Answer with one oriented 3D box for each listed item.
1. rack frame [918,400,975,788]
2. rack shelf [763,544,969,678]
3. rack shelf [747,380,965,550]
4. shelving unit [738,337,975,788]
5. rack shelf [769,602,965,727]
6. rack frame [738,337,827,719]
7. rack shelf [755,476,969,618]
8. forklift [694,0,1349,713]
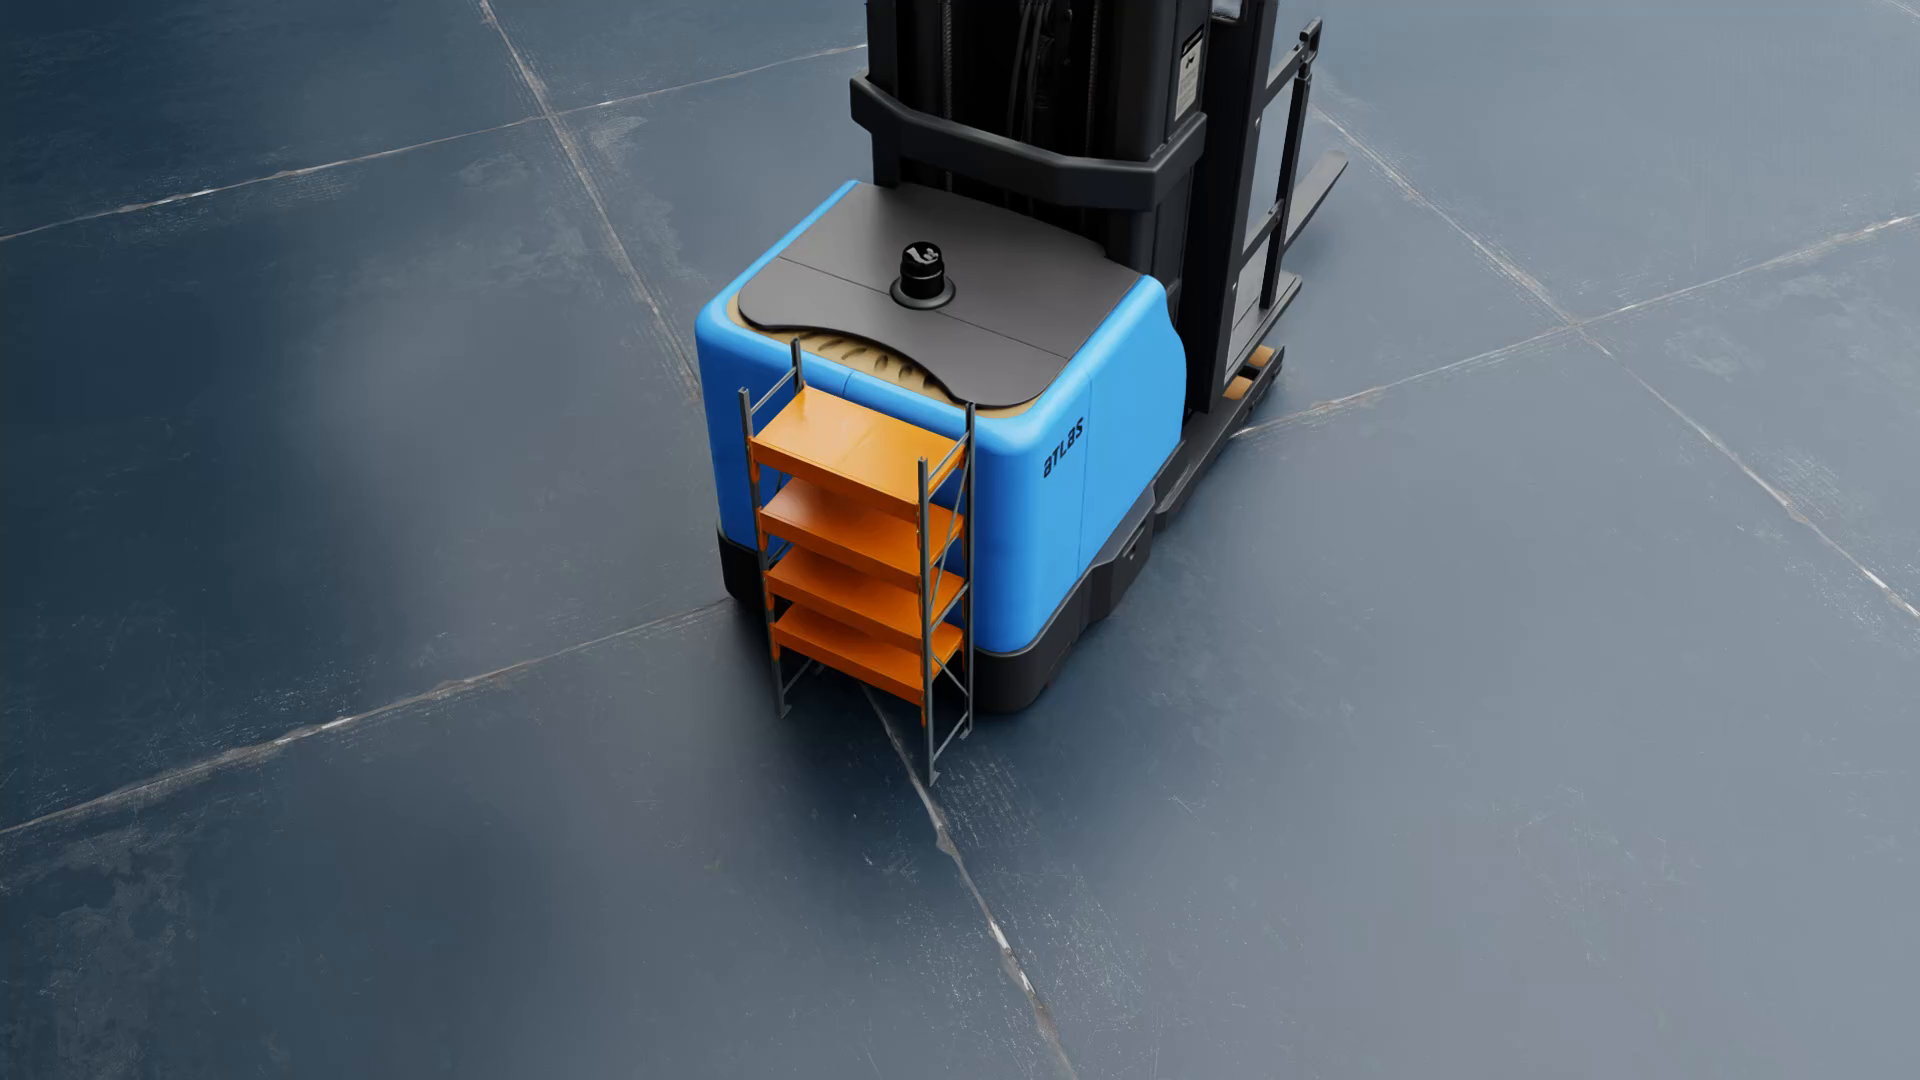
[{"bbox_3d":[-0.030,0.177,4.216,0.015,1.200,0.240,22,49,21],"label":"rack frame"},{"bbox_3d":[-0.242,0.141,4.349,0.480,0.148,0.258,22,49,21],"label":"rack shelf"},{"bbox_3d":[-0.242,-0.187,4.026,0.480,0.148,0.258,22,49,21],"label":"rack shelf"},{"bbox_3d":[-0.242,0.093,4.302,0.503,1.200,0.258,22,49,21],"label":"shelving unit"},{"bbox_3d":[-0.242,0.282,4.488,0.480,0.148,0.258,22,49,21],"label":"rack shelf"},{"bbox_3d":[-0.454,0.008,4.387,0.015,1.200,0.240,22,49,21],"label":"rack frame"},{"bbox_3d":[-0.242,-0.019,4.192,0.480,0.148,0.258,22,49,21],"label":"rack shelf"},{"bbox_3d":[0.462,-1.584,4.768,1.130,2.935,3.031,22,49,21],"label":"forklift"}]
